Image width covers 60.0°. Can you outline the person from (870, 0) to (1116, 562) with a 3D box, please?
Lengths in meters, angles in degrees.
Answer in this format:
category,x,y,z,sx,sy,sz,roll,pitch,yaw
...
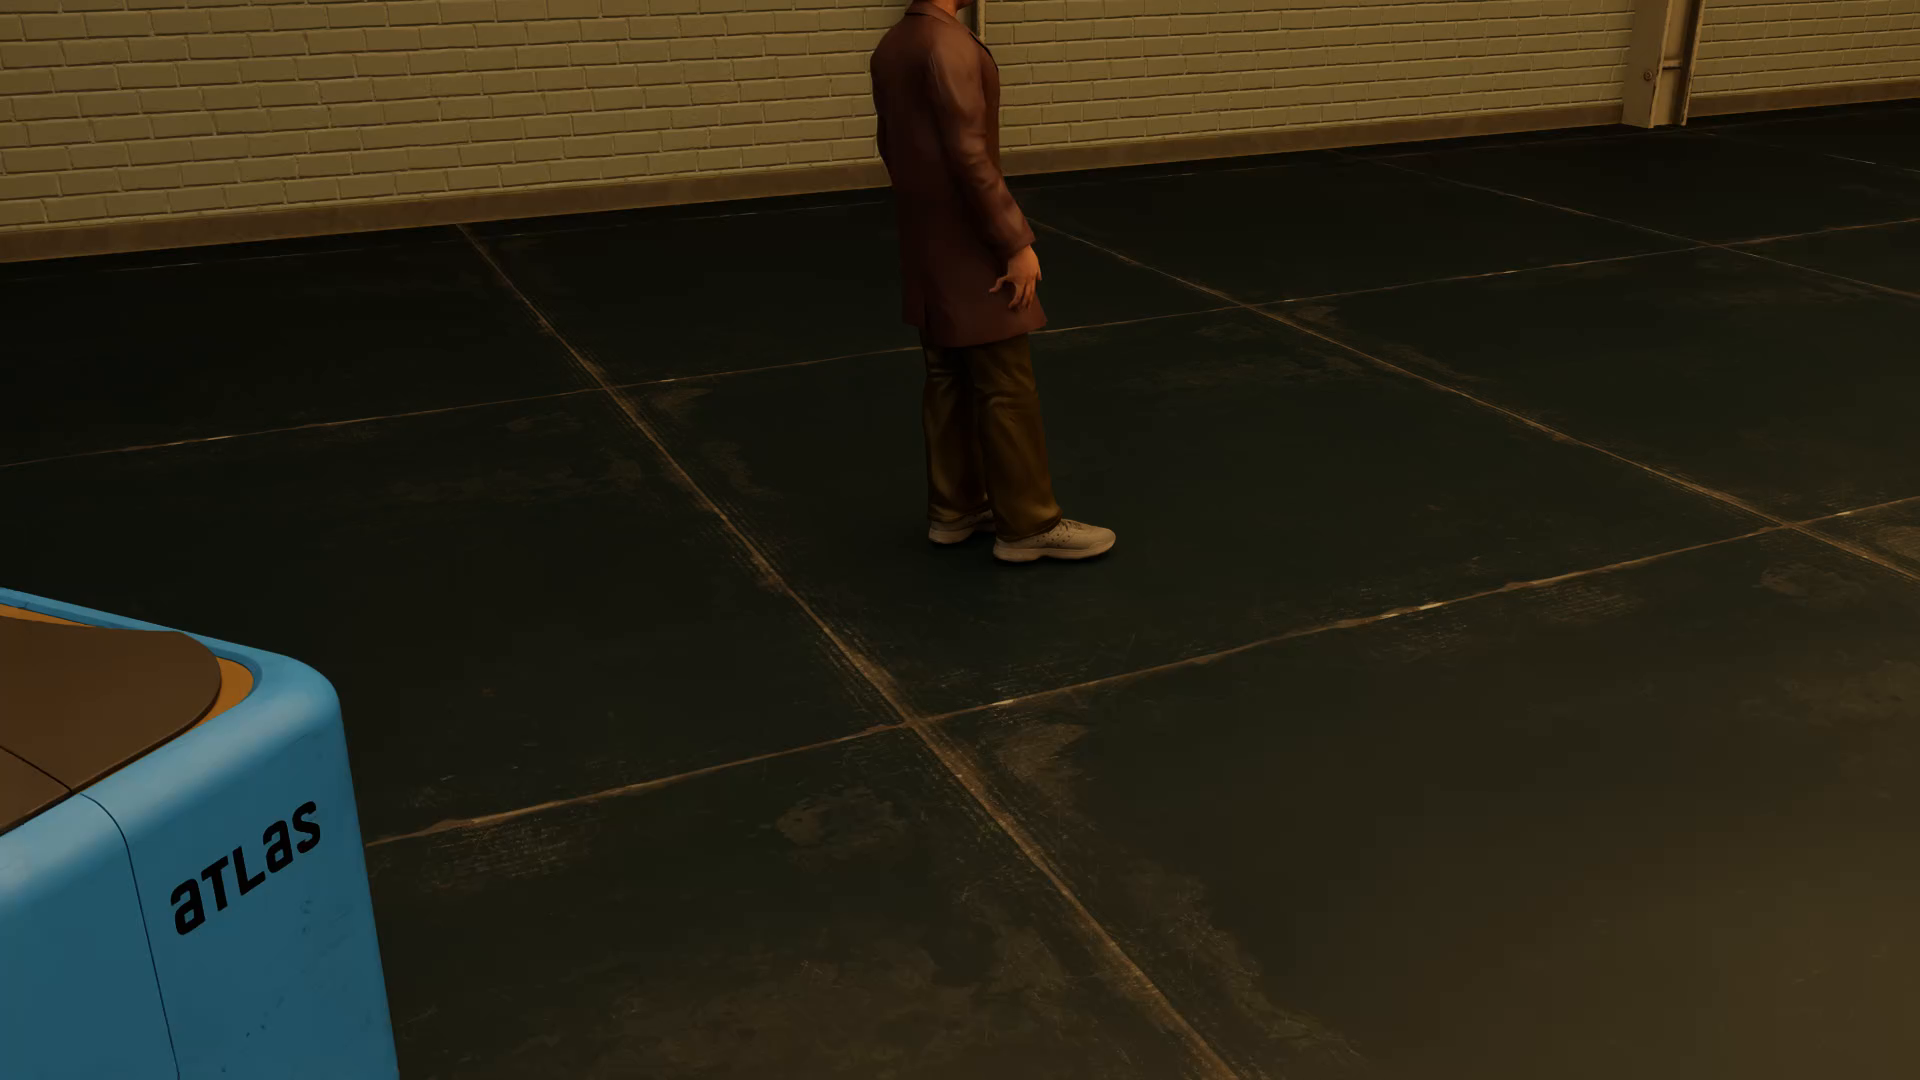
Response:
category,x,y,z,sx,sy,sz,roll,pitch,yaw
person,0.085,-0.842,4.795,0.579,1.778,0.698,-10,25,-23
